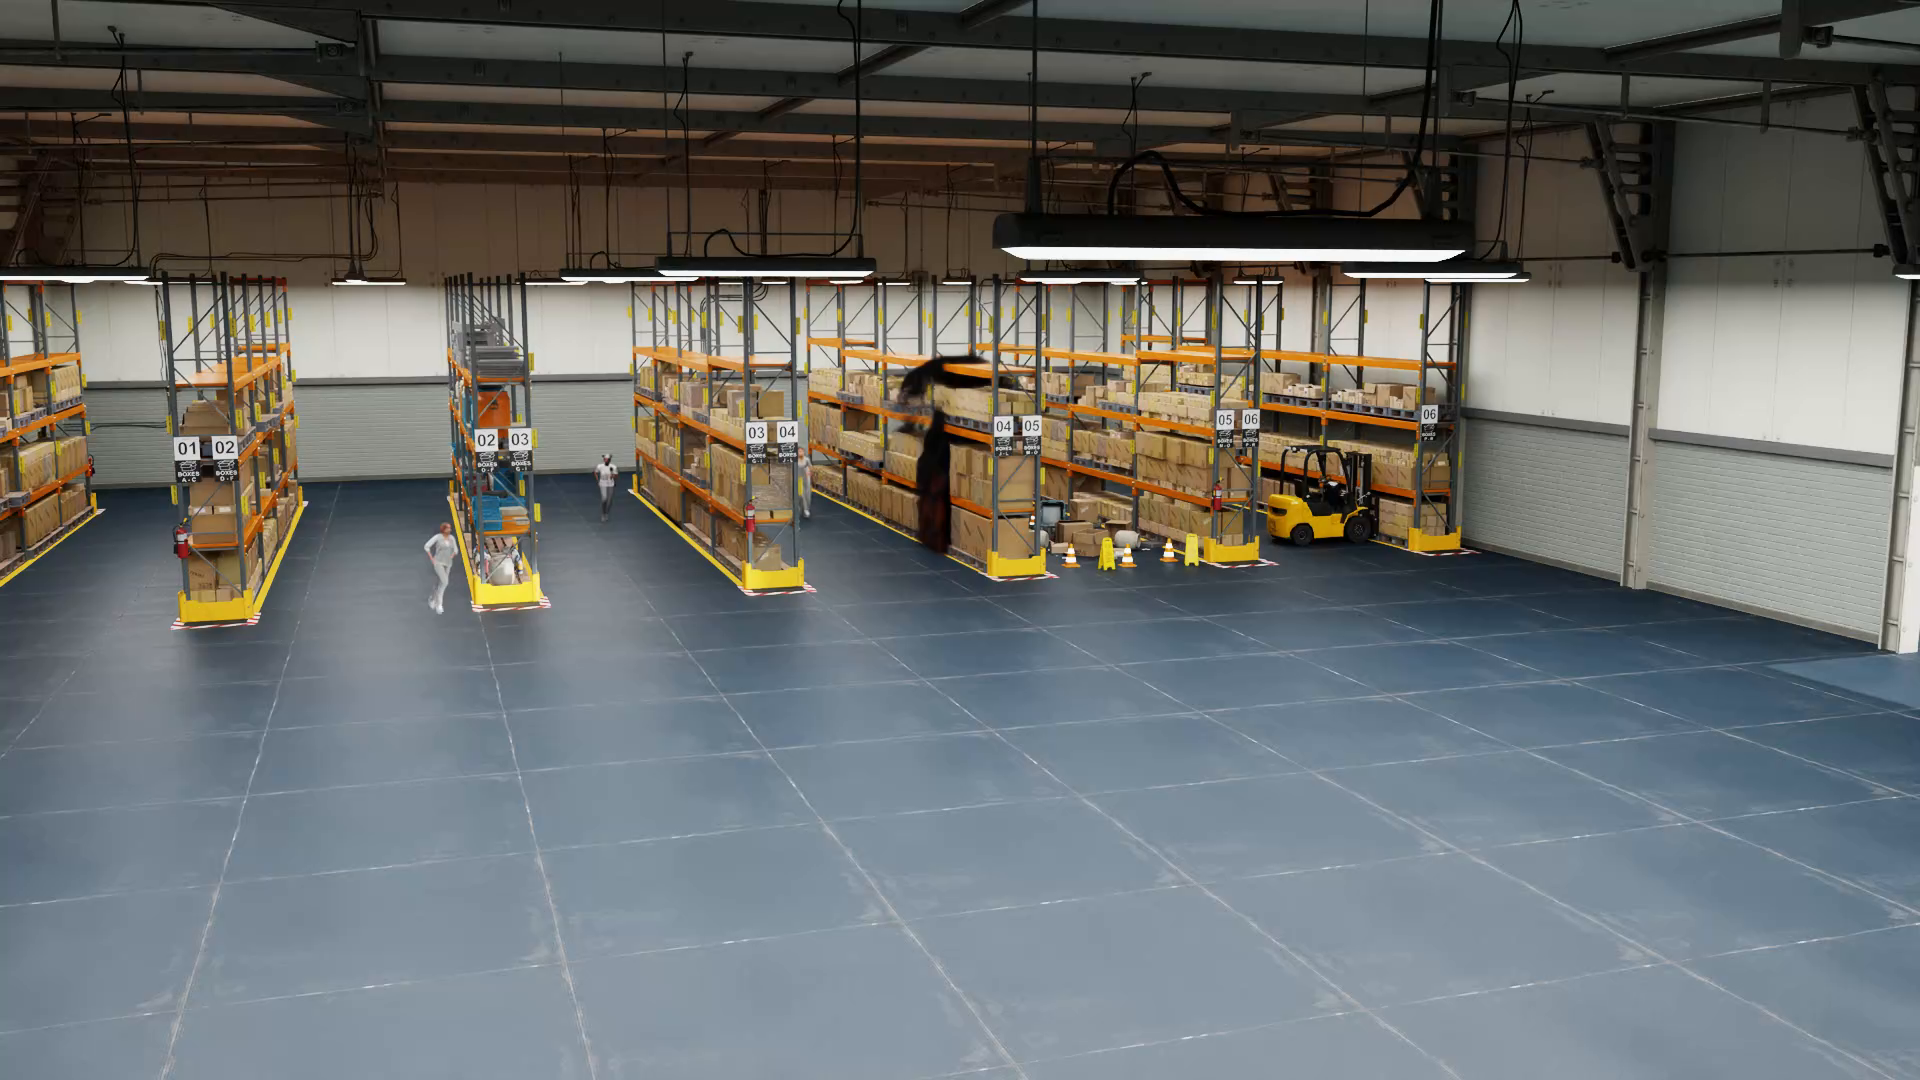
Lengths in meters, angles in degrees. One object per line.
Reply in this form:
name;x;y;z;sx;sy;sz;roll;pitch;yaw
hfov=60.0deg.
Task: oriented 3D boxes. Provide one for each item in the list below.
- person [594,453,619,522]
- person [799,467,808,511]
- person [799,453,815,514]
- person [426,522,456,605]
person;-8.730;-1.299;41.167;0.558;1.721;0.750;-3;9;-21
person;-3.895;-1.292;40.625;0.340;1.107;0.701;-3;9;-20
person;-6.724;-0.889;37.876;9.149;1.516;5.379;-4;10;-26
person;-9.256;0.407;29.723;0.646;1.462;0.476;7;11;37
